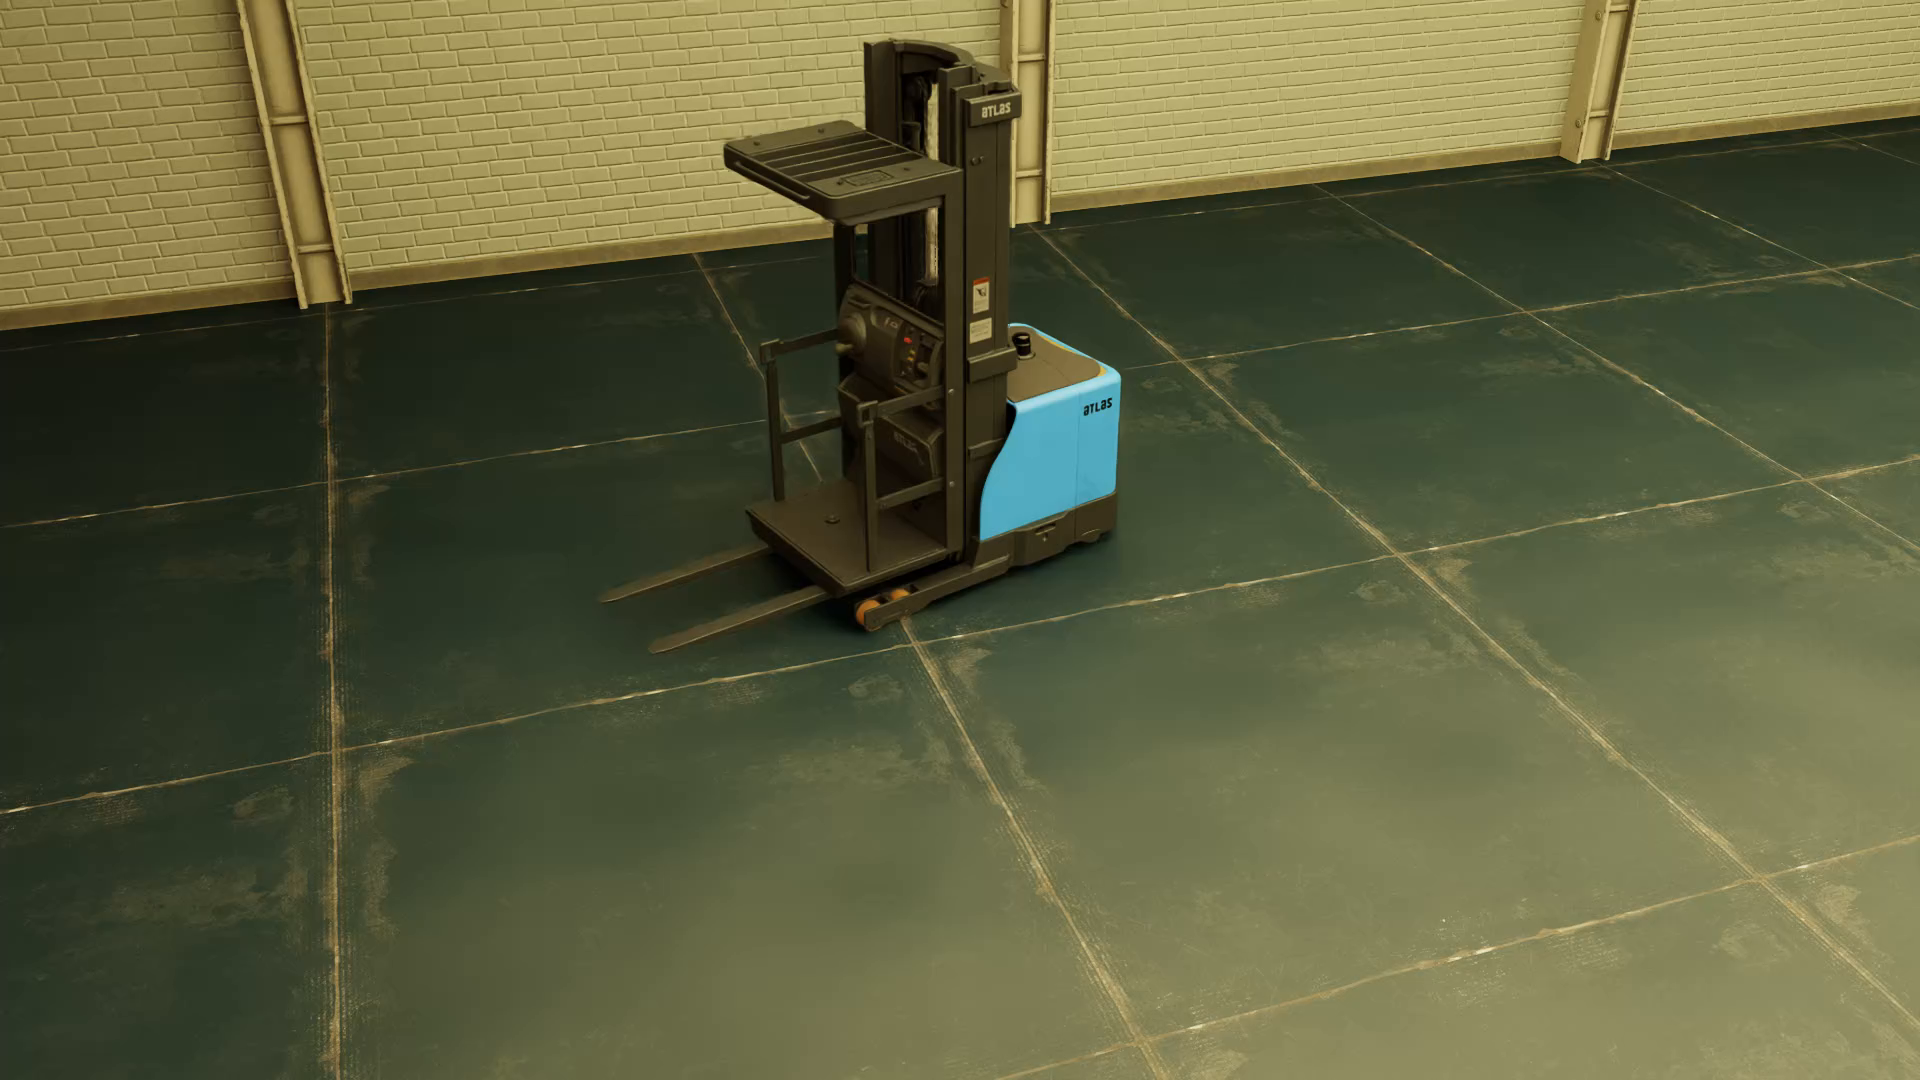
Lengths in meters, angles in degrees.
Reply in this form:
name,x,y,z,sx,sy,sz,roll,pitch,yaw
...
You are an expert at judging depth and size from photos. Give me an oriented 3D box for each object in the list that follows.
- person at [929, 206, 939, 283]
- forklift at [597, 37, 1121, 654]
name,x,y,z,sx,sy,sz,roll,pitch,yaw
person,0.050,-2.011,12.011,0.729,1.525,0.701,-22,37,-33
forklift,-0.552,-1.069,8.945,3.031,2.935,1.130,-20,35,-30
